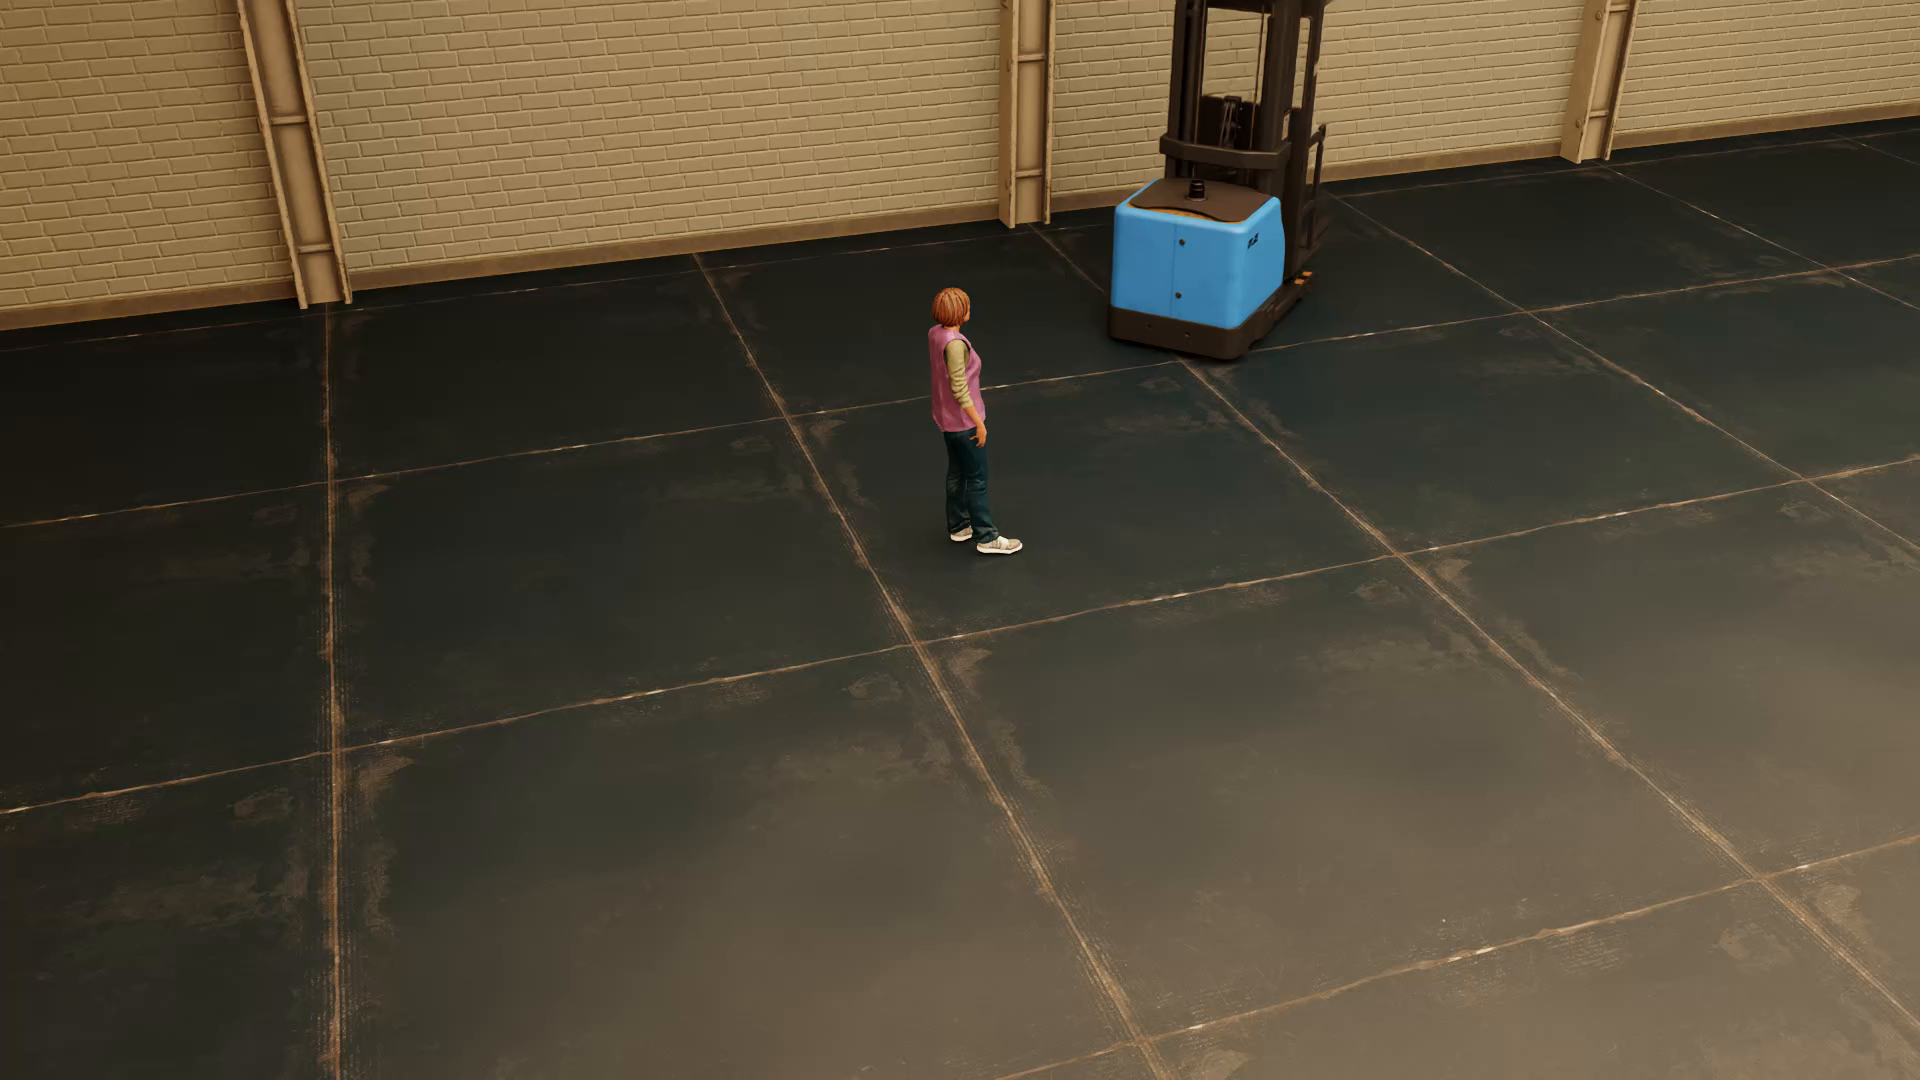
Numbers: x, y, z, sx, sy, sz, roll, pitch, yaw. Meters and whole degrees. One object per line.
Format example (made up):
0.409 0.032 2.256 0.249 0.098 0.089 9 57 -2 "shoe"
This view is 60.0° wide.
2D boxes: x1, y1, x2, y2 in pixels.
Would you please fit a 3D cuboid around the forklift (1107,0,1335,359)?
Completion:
2.249 -3.301 12.824 1.130 2.935 3.031 15 33 24 "forklift"

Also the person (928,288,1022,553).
0.075 -0.704 9.634 0.473 1.599 0.521 -10 31 -16 "person"
